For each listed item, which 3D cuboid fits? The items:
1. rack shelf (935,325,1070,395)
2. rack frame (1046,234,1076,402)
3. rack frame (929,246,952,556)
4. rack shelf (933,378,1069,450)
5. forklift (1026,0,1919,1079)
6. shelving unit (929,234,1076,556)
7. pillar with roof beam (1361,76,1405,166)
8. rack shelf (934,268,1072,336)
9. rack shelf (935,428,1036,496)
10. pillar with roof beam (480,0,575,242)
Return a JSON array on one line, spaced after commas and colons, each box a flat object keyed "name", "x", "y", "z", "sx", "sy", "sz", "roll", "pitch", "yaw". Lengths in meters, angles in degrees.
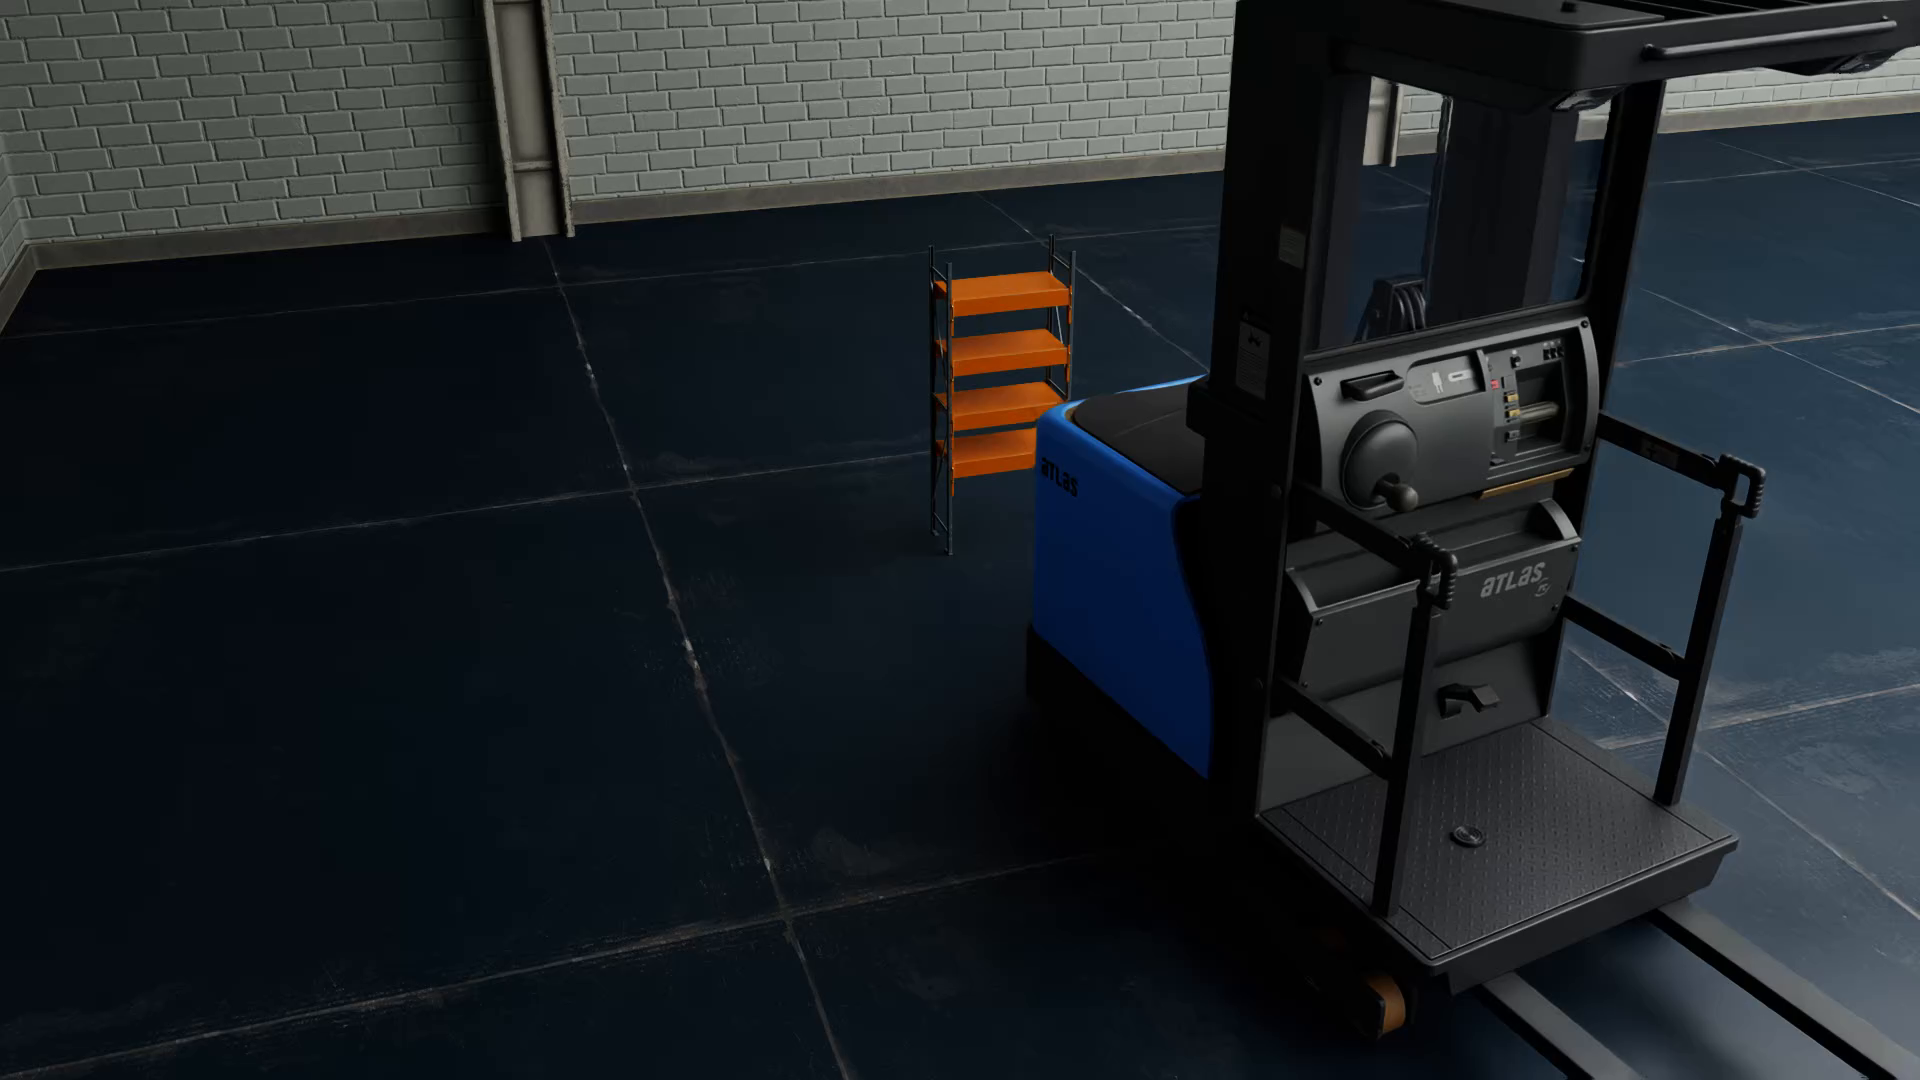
[{"name": "rack shelf", "x": 0.157, "y": -0.700, "z": 6.460, "sx": 0.480, "sy": 0.148, "sz": 0.258, "roll": -8, "pitch": 28, "yaw": -16}, {"name": "rack frame", "x": 0.389, "y": -0.594, "z": 6.597, "sx": 0.015, "sy": 1.200, "sz": 0.240, "roll": -8, "pitch": 28, "yaw": -16}, {"name": "rack frame", "x": -0.075, "y": -0.527, "z": 6.461, "sx": 0.015, "sy": 1.200, "sz": 0.240, "roll": -8, "pitch": 28, "yaw": -16}, {"name": "rack shelf", "x": 0.157, "y": -0.500, "z": 6.559, "sx": 0.480, "sy": 0.148, "sz": 0.258, "roll": -8, "pitch": 28, "yaw": -16}, {"name": "forklift", "x": 1.358, "y": -0.285, "z": 4.028, "sx": 1.130, "sy": 2.935, "sz": 3.031, "roll": -13, "pitch": 29, "yaw": -25}, {"name": "shelving unit", "x": 0.157, "y": -0.560, "z": 6.529, "sx": 0.503, "sy": 1.200, "sz": 0.258, "roll": -8, "pitch": 28, "yaw": -16}, {"name": "pillar with roof beam", "x": 4.331, "y": -5.024, "z": 6.750, "sx": 0.400, "sy": 9.000, "sz": 9.100, "roll": -8, "pitch": 28, "yaw": -16}, {"name": "rack shelf", "x": 0.157, "y": -0.912, "z": 6.354, "sx": 0.480, "sy": 0.148, "sz": 0.258, "roll": -8, "pitch": 28, "yaw": -16}, {"name": "rack shelf", "x": 0.157, "y": -0.322, "z": 6.647, "sx": 0.480, "sy": 0.148, "sz": 0.258, "roll": -8, "pitch": 28, "yaw": -16}, {"name": "pillar with roof beam", "x": -1.374, "y": -4.198, "z": 5.086, "sx": 0.400, "sy": 9.000, "sz": 9.100, "roll": -8, "pitch": 28, "yaw": -16}]
